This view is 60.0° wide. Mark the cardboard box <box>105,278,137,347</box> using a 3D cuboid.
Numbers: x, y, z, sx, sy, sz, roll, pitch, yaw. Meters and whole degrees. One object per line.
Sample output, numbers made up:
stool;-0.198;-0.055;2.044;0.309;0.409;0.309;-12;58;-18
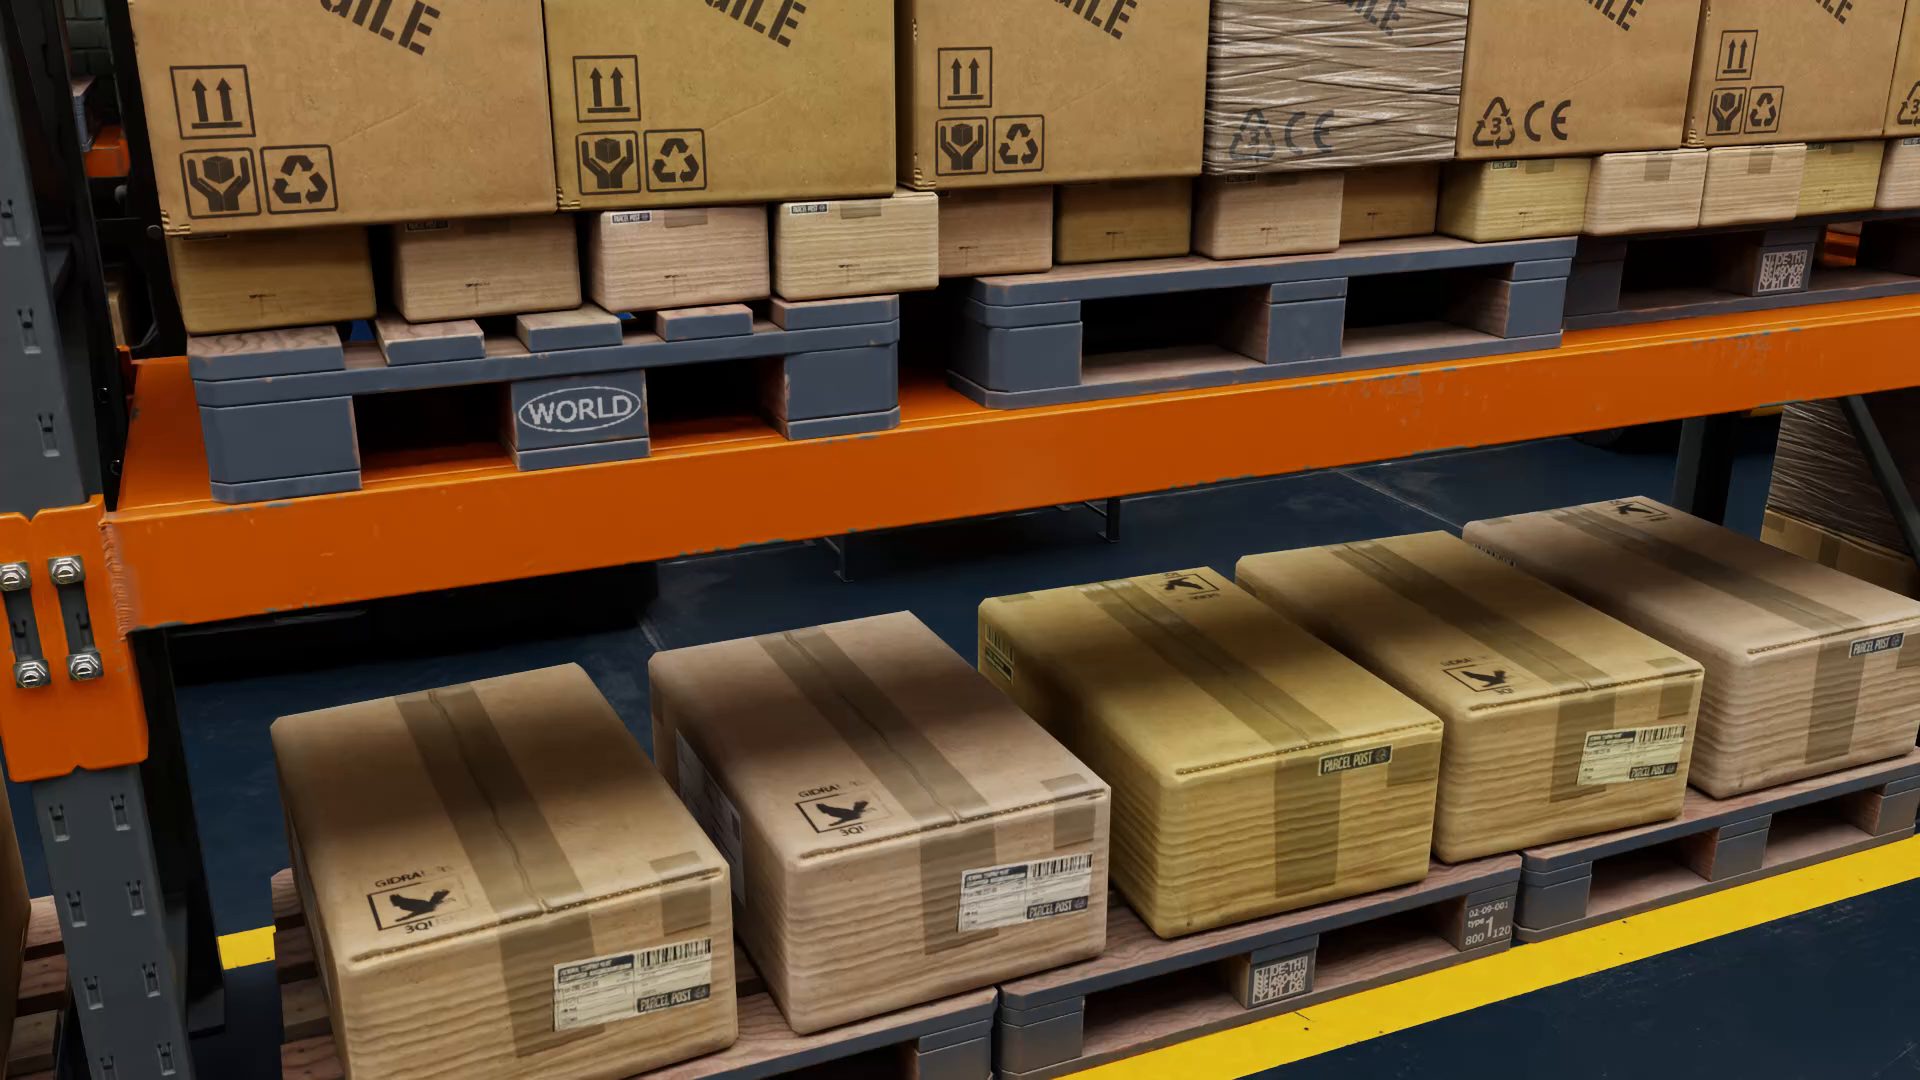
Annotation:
cardboard box;-3.668;-0.766;6.812;0.500;0.500;0.500;-8;21;-20

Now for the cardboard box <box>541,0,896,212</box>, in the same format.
cardboard box;-0.415;-0.800;2.546;0.500;0.500;0.500;-7;21;-19

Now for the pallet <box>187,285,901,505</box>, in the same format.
pallet;-0.783;-0.391;2.904;1.003;0.211;1.213;-8;21;-22

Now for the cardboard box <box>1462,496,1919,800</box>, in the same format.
cardboard box;1.797;0.230;4.176;0.625;0.372;0.950;-8;21;-21

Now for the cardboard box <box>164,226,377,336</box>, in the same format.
cardboard box;-1.023;-0.421;2.446;0.250;0.149;0.380;-9;22;-25

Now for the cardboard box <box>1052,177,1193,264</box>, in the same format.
cardboard box;0.214;-0.604;2.967;0.250;0.149;0.380;-7;21;-20

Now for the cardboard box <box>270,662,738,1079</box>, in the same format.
cardboard box;-0.872;0.615;3.083;0.625;0.372;0.950;-10;22;-26

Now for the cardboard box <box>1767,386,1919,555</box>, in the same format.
cardboard box;2.715;-0.296;4.724;0.500;0.500;0.500;-8;21;-23

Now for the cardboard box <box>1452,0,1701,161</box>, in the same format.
cardboard box;1.013;-1.004;3.127;0.500;0.500;0.500;-7;21;-20

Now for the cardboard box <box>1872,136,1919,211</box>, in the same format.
cardboard box;1.915;-0.809;3.549;0.250;0.149;0.380;-8;21;-21

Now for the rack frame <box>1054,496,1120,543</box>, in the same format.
rack frame;0.461;-0.597;6.023;0.032;1.125;0.500;-8;21;-22

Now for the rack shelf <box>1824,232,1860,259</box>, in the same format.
rack shelf;4.114;-0.805;4.875;4.000;0.370;1.077;-8;21;-22

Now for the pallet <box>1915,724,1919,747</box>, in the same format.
pallet;2.880;0.335;4.753;1.213;0.211;1.003;-8;21;-22

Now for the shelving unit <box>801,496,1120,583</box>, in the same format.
shelving unit;-0.006;-0.530;5.833;1.048;1.125;0.538;-8;21;-22

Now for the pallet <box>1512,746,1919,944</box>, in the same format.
pallet;1.563;0.537;4.179;1.213;0.211;1.003;-8;21;-22

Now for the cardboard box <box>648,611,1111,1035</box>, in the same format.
cardboard box;-0.198;0.516;3.365;0.625;0.372;0.950;-9;21;-23

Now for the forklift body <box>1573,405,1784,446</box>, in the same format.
forklift body;2.962;-1.714;7.652;1.214;2.155;2.313;-8;21;-22

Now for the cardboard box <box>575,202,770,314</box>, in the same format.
cardboard box;-0.481;-0.469;2.585;0.250;0.149;0.380;-10;22;-25

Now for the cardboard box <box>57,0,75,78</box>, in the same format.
cardboard box;-3.899;-2.093;6.668;0.500;0.500;0.500;-7;21;-19

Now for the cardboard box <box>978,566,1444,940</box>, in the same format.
cardboard box;0.501;0.418;3.644;0.625;0.372;0.950;-7;21;-20

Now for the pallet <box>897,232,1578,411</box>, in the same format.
pallet;0.406;-0.537;3.320;1.213;0.211;1.003;-8;21;-22

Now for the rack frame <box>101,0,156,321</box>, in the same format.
rack frame;-3.365;-1.868;6.811;0.127;3.000;1.000;-8;21;-22

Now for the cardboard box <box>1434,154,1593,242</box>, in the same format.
cardboard box;0.972;-0.679;3.180;0.250;0.149;0.380;-8;21;-22

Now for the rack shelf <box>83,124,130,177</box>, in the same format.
rack shelf;-5.201;-1.266;6.183;4.000;0.370;1.077;-8;21;-22

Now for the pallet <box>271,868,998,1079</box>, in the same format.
pallet;-0.677;0.858;3.267;1.213;0.211;1.003;-8;21;-22

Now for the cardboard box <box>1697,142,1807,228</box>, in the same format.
cardboard box;1.443;-0.735;3.338;0.250;0.149;0.380;-9;21;-23

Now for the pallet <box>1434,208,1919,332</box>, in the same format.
pallet;1.518;-0.734;3.880;1.213;0.211;1.003;-8;21;-22

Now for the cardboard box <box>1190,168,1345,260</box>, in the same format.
cardboard box;0.480;-0.618;3.008;0.250;0.149;0.380;-7;21;-20

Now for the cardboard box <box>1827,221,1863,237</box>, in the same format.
cardboard box;2.452;-0.898;4.434;0.250;0.149;0.380;-8;21;-22

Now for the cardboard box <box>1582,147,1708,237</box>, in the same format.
cardboard box;1.210;-0.700;3.240;0.250;0.149;0.380;-8;21;-21

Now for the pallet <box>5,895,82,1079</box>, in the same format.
pallet;-2.149;1.041;2.747;1.213;0.211;1.003;-8;21;-22

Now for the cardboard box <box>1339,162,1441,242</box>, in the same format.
cardboard box;0.690;-0.676;3.170;0.250;0.149;0.380;-9;21;-24

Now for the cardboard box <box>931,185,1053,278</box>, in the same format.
cardboard box;-0.030;-0.555;2.827;0.250;0.149;0.380;-7;21;-19

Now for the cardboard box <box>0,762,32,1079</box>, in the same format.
cardboard box;-2.062;0.515;2.610;0.875;0.875;0.875;-8;21;-22

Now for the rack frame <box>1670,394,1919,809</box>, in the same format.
rack frame;2.278;-0.881;4.008;0.127;3.000;1.000;-8;21;-22

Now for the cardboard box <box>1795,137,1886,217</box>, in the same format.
cardboard box;1.665;-0.779;3.465;0.250;0.149;0.380;-9;21;-24

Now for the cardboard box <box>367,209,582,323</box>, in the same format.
cardboard box;-0.750;-0.447;2.522;0.250;0.149;0.380;-10;22;-25

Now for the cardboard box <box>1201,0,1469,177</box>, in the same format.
cardboard box;0.533;-0.935;2.930;0.500;0.500;0.500;-9;21;-24

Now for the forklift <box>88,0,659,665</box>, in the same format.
forklift;-2.535;-1.120;4.789;3.031;2.935;1.130;-6;20;-17

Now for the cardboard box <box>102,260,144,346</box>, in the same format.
cardboard box;-3.863;-0.917;7.242;0.500;0.500;0.500;-7;21;-20

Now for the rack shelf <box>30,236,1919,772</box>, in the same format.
rack shelf;0.441;-0.279;3.380;4.000;0.370;1.077;-8;21;-22

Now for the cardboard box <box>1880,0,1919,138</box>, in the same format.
cardboard box;1.944;-1.136;3.501;0.500;0.500;0.500;-9;21;-23

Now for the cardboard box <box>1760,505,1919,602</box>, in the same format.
cardboard box;2.714;0.058;4.849;0.500;0.250;0.500;-7;21;-19

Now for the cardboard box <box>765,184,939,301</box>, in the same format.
cardboard box;-0.220;-0.499;2.670;0.250;0.149;0.380;-8;21;-22

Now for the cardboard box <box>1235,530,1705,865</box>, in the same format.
cardboard box;1.138;0.326;3.905;0.625;0.372;0.950;-7;21;-19

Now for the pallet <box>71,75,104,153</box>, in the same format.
pallet;-3.959;-1.667;6.529;1.003;0.211;1.213;-8;21;-22

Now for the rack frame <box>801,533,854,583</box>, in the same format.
rack frame;-0.473;-0.463;5.643;0.032;1.125;0.500;-8;21;-22

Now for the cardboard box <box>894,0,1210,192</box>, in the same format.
cardboard box;0.070;-0.872;2.750;0.500;0.500;0.500;-8;21;-21

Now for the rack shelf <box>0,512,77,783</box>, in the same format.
rack shelf;-3.232;0.248;1.886;4.000;0.370;1.077;-8;21;-22

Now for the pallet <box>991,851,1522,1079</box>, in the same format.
pallet;0.442;0.699;3.719;1.213;0.211;1.003;-8;21;-22

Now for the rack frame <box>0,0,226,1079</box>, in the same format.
rack frame;-1.395;-0.355;2.513;0.127;3.000;1.000;-8;21;-22

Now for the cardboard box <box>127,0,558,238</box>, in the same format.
cardboard box;-0.890;-0.729;2.345;0.500;0.500;0.500;-9;21;-23

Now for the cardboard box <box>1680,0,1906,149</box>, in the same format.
cardboard box;1.490;-1.070;3.314;0.500;0.500;0.500;-8;21;-22
